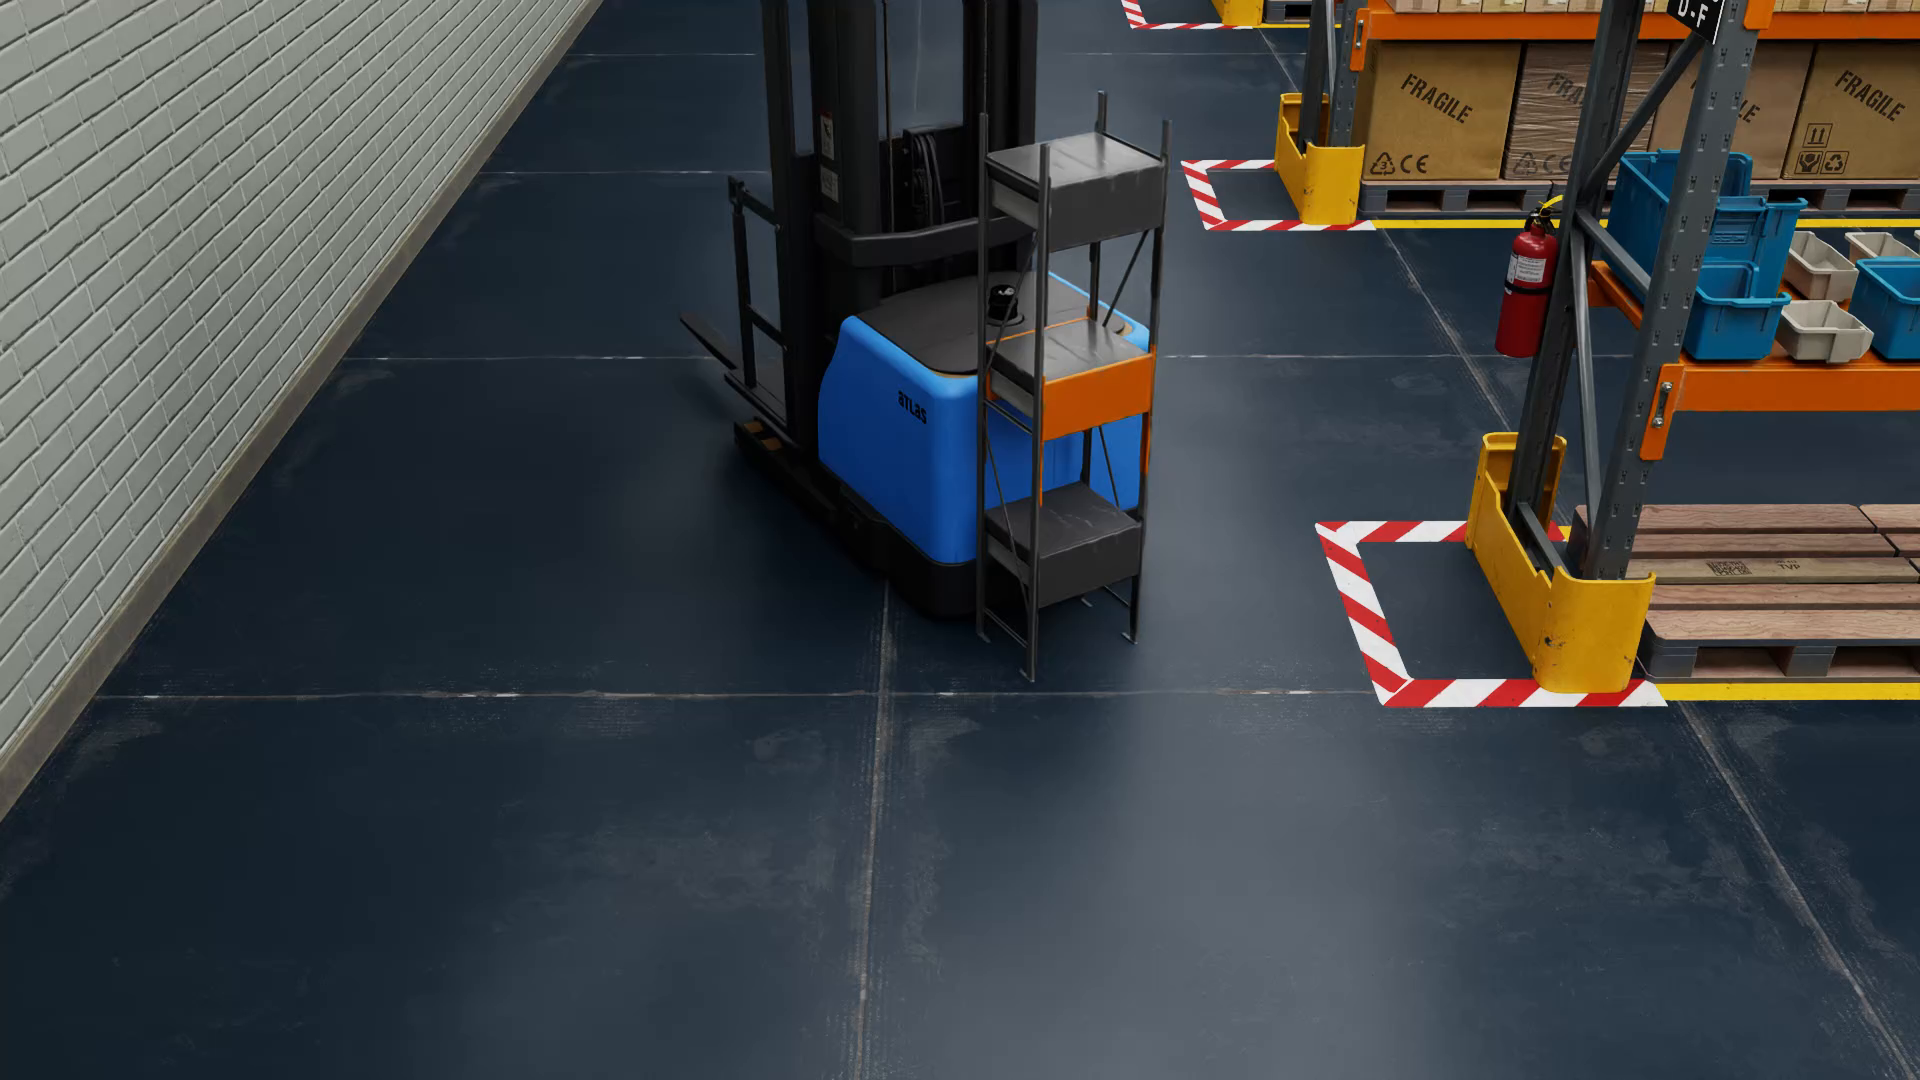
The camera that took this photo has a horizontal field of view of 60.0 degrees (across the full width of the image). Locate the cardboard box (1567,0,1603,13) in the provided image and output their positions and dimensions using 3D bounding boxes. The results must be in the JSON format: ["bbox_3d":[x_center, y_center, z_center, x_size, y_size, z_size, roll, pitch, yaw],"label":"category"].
[{"bbox_3d":[3.750,-3.308,10.053,0.250,0.149,0.380,-1,31,-1],"label":"cardboard box"}]

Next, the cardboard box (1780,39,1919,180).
[{"bbox_3d":[5.705,-2.905,10.789,0.875,0.875,0.875,0,31,0],"label":"cardboard box"}]

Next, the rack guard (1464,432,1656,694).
[{"bbox_3d":[2.372,0.063,6.664,0.348,0.500,1.175,0,31,0],"label":"rack guard"}]

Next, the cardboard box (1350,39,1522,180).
[{"bbox_3d":[3.005,-2.896,10.775,0.875,0.875,0.875,0,31,0],"label":"cardboard box"}]

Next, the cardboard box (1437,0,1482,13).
[{"bbox_3d":[2.979,-3.306,10.049,0.250,0.149,0.380,-1,31,-1],"label":"cardboard box"}]

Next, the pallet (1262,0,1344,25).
[{"bbox_3d":[3.325,-4.947,15.200,1.213,0.211,1.003,0,31,0],"label":"pallet"}]

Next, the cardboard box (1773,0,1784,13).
[{"bbox_3d":[4.778,-3.312,10.058,0.250,0.149,0.380,-1,31,-1],"label":"cardboard box"}]

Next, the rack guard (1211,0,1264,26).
[{"bbox_3d":[2.513,-5.086,15.151,0.348,0.500,1.175,0,31,0],"label":"rack guard"}]

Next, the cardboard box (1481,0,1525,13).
[{"bbox_3d":[3.235,-3.307,10.050,0.250,0.149,0.380,-1,31,-1],"label":"cardboard box"}]

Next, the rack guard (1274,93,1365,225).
[{"bbox_3d":[2.342,-2.513,10.910,0.348,0.500,1.175,0,31,0],"label":"rack guard"}]

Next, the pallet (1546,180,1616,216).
[{"bbox_3d":[4.382,-2.435,11.059,1.213,0.211,1.003,0,31,0],"label":"pallet"}]

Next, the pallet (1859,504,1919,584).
[{"bbox_3d":[4.437,0.195,6.725,1.213,0.211,1.003,0,31,0],"label":"pallet"}]

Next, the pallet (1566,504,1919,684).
[{"bbox_3d":[3.220,0.197,6.721,1.213,0.211,1.003,0,31,0],"label":"pallet"}]

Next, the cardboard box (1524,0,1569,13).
[{"bbox_3d":[3.496,-3.308,10.053,0.250,0.149,0.380,-1,31,-1],"label":"cardboard box"}]

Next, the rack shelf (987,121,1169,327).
[{"bbox_3d":[0.383,-1.090,5.700,0.480,0.518,0.431,-18,35,-26],"label":"rack shelf"}]

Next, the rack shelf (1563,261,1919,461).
[{"bbox_3d":[4.396,-0.711,6.224,4.000,0.370,1.077,0,31,0],"label":"rack shelf"}]

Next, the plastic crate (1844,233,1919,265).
[{"bbox_3d":[3.500,-1.015,6.228,0.243,0.136,0.396,0,31,0],"label":"plastic crate"}]

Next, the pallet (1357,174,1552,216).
[{"bbox_3d":[3.165,-2.432,11.056,1.213,0.211,1.003,0,31,0],"label":"pallet"}]

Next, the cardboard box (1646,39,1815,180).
[{"bbox_3d":[4.805,-2.902,10.784,0.875,0.875,0.875,0,31,0],"label":"cardboard box"}]

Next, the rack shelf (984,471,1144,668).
[{"bbox_3d":[0.383,0.107,6.426,0.480,0.518,0.431,-18,35,-26],"label":"rack shelf"}]

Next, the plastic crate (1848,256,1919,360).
[{"bbox_3d":[3.303,-0.798,5.778,0.300,0.233,0.416,0,31,0],"label":"plastic crate"}]

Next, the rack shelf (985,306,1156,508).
[{"bbox_3d":[0.383,-0.492,6.063,0.480,0.518,0.431,-18,35,-26],"label":"rack shelf"}]

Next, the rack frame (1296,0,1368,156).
[{"bbox_3d":[2.366,-3.582,10.261,0.127,3.000,1.000,0,31,0],"label":"rack frame"}]

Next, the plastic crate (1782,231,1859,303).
[{"bbox_3d":[3.210,-1.022,6.239,0.243,0.136,0.396,0,31,0],"label":"plastic crate"}]

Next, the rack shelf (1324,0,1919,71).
[{"bbox_3d":[4.366,-3.280,10.458,4.000,0.370,1.077,0,31,0],"label":"rack shelf"}]

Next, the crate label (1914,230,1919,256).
[{"bbox_3d":[3.778,-1.029,6.250,0.243,0.136,0.396,0,31,0],"label":"crate label"}]

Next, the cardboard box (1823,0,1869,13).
[{"bbox_3d":[5.291,-3.313,10.061,0.250,0.149,0.380,0,31,1],"label":"cardboard box"}]

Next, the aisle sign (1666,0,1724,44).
[{"bbox_3d":[2.325,-1.969,5.098,0.004,0.787,0.394,0,31,0],"label":"aisle sign"}]

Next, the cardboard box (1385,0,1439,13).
[{"bbox_3d":[2.723,-3.304,10.046,0.250,0.149,0.380,0,31,0],"label":"cardboard box"}]

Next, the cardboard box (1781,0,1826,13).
[{"bbox_3d":[5.034,-3.312,10.060,0.250,0.149,0.380,0,31,1],"label":"cardboard box"}]

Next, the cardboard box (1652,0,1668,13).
[{"bbox_3d":[4.261,-3.310,10.055,0.250,0.149,0.380,-1,31,-2],"label":"cardboard box"}]

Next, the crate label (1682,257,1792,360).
[{"bbox_3d":[2.644,-0.796,5.774,0.303,0.233,0.416,0,31,0],"label":"crate label"}]

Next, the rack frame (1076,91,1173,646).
[{"bbox_3d":[0.591,-0.570,6.164,0.015,2.100,0.400,-18,35,-26],"label":"rack frame"}]

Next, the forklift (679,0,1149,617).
[{"bbox_3d":[-0.413,-1.677,7.189,1.130,2.935,3.031,-18,35,-26],"label":"forklift"}]

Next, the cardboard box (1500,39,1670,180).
[{"bbox_3d":[3.915,-2.899,10.780,0.875,0.875,0.875,0,31,0],"label":"cardboard box"}]

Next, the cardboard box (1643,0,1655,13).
[{"bbox_3d":[4.008,-3.309,10.055,0.250,0.149,0.380,0,31,-1],"label":"cardboard box"}]

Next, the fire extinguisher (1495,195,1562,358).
[{"bbox_3d":[2.242,-1.055,6.531,0.183,0.674,0.296,0,31,0],"label":"fire extinguisher"}]

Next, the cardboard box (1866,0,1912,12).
[{"bbox_3d":[5.549,-3.314,10.063,0.250,0.149,0.380,-1,31,-1],"label":"cardboard box"}]

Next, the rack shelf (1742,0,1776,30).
[{"bbox_3d":[4.396,-1.993,5.446,4.000,0.370,1.077,0,31,0],"label":"rack shelf"}]

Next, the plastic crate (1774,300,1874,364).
[{"bbox_3d":[2.966,-0.713,5.730,0.298,0.136,0.250,0,31,0],"label":"plastic crate"}]

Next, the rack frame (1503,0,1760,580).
[{"bbox_3d":[2.396,-1.012,6.027,0.127,3.000,1.000,0,31,0],"label":"rack frame"}]

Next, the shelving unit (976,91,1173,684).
[{"bbox_3d":[0.383,-0.504,6.056,0.503,2.100,0.431,-18,35,-26],"label":"shelving unit"}]

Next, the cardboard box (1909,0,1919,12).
[{"bbox_3d":[5.805,-3.315,10.064,0.250,0.149,0.380,0,31,1],"label":"cardboard box"}]

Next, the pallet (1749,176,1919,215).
[{"bbox_3d":[5.605,-2.440,11.068,1.213,0.211,1.003,0,31,0],"label":"pallet"}]

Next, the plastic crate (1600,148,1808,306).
[{"bbox_3d":[2.729,-1.151,6.163,0.499,0.435,0.616,0,31,0],"label":"plastic crate"}]

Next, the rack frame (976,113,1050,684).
[{"bbox_3d":[0.174,-0.438,5.947,0.015,2.100,0.400,-18,35,-26],"label":"rack frame"}]
